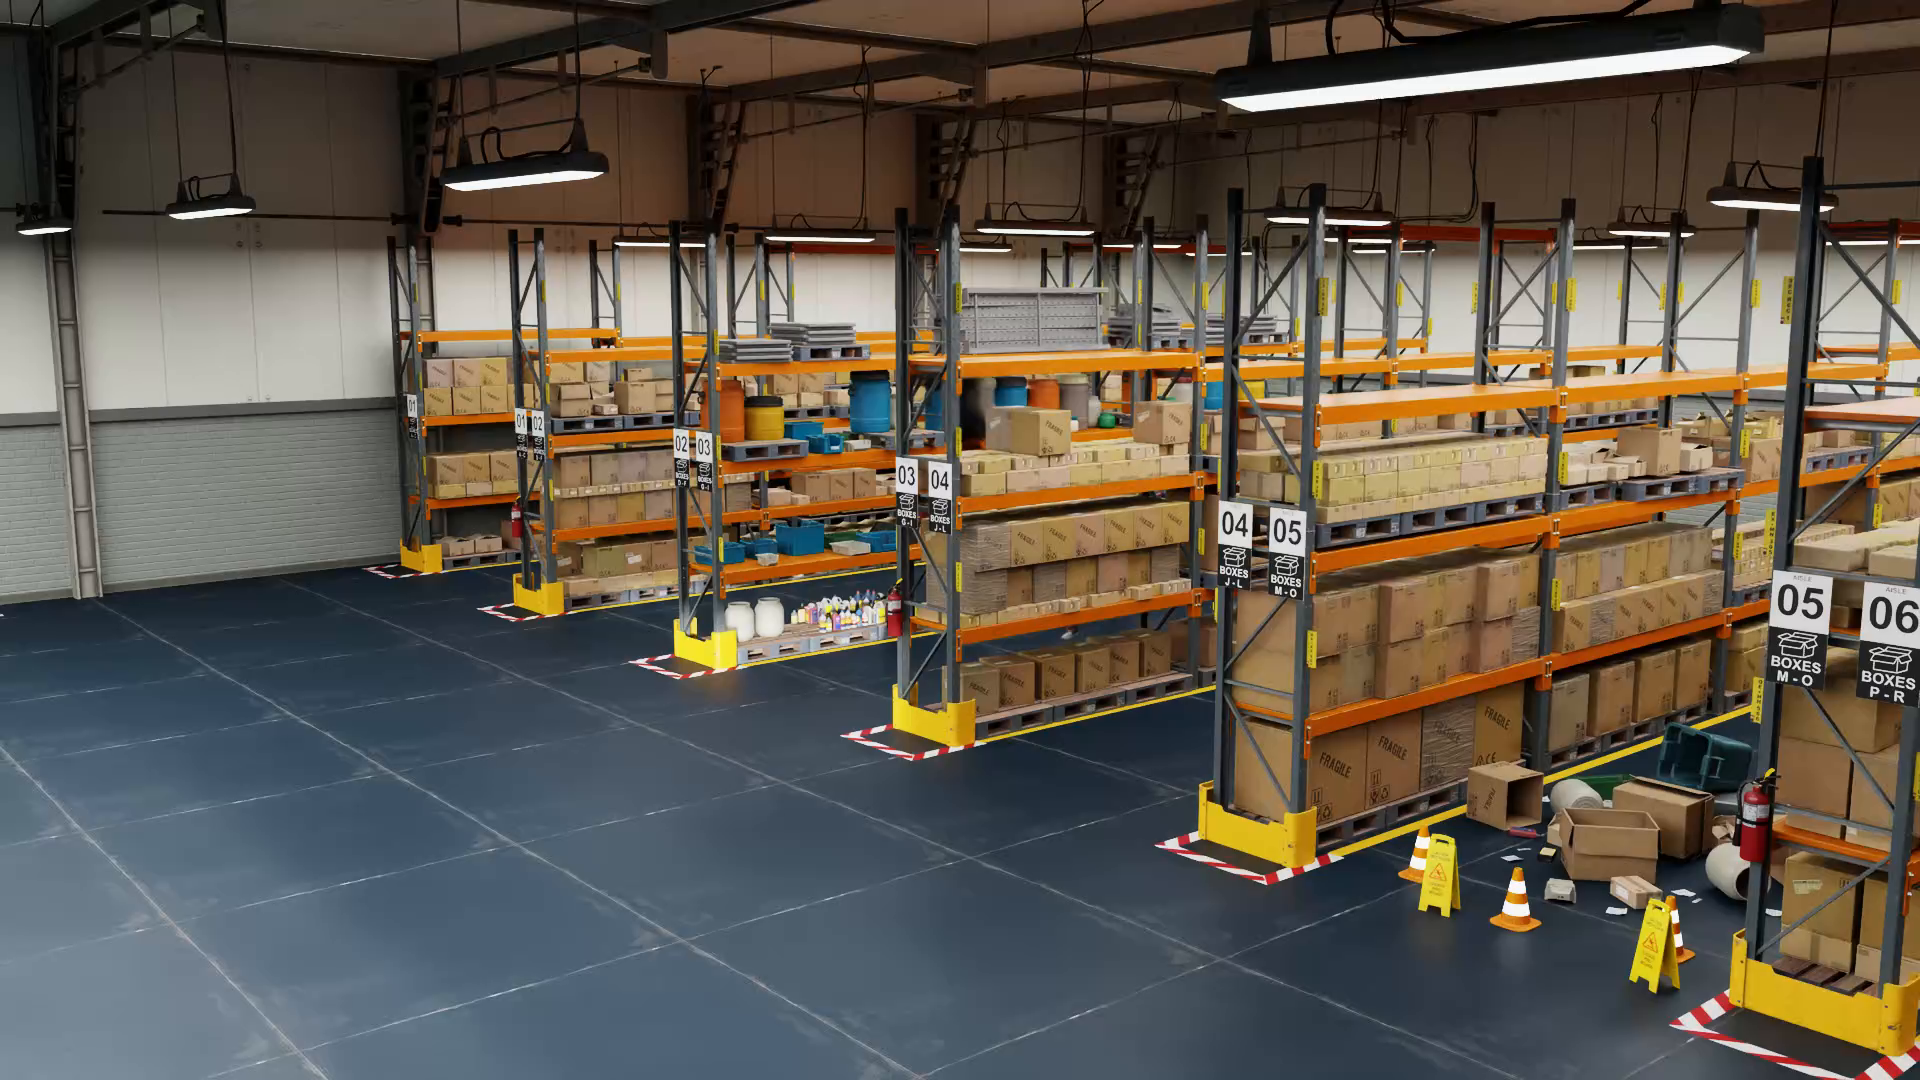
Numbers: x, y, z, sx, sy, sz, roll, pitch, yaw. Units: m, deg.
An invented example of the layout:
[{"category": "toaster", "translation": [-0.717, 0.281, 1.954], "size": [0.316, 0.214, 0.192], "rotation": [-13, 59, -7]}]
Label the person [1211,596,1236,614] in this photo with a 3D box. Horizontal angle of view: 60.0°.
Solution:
[{"category": "person", "translation": [3.928, 0.278, 24.728], "size": [0.713, 1.802, 0.918], "rotation": [6, 11, 35]}]

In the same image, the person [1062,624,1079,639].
[{"category": "person", "translation": [1.650, 0.563, 23.096], "size": [0.575, 1.613, 0.735], "rotation": [7, 11, 40]}]
